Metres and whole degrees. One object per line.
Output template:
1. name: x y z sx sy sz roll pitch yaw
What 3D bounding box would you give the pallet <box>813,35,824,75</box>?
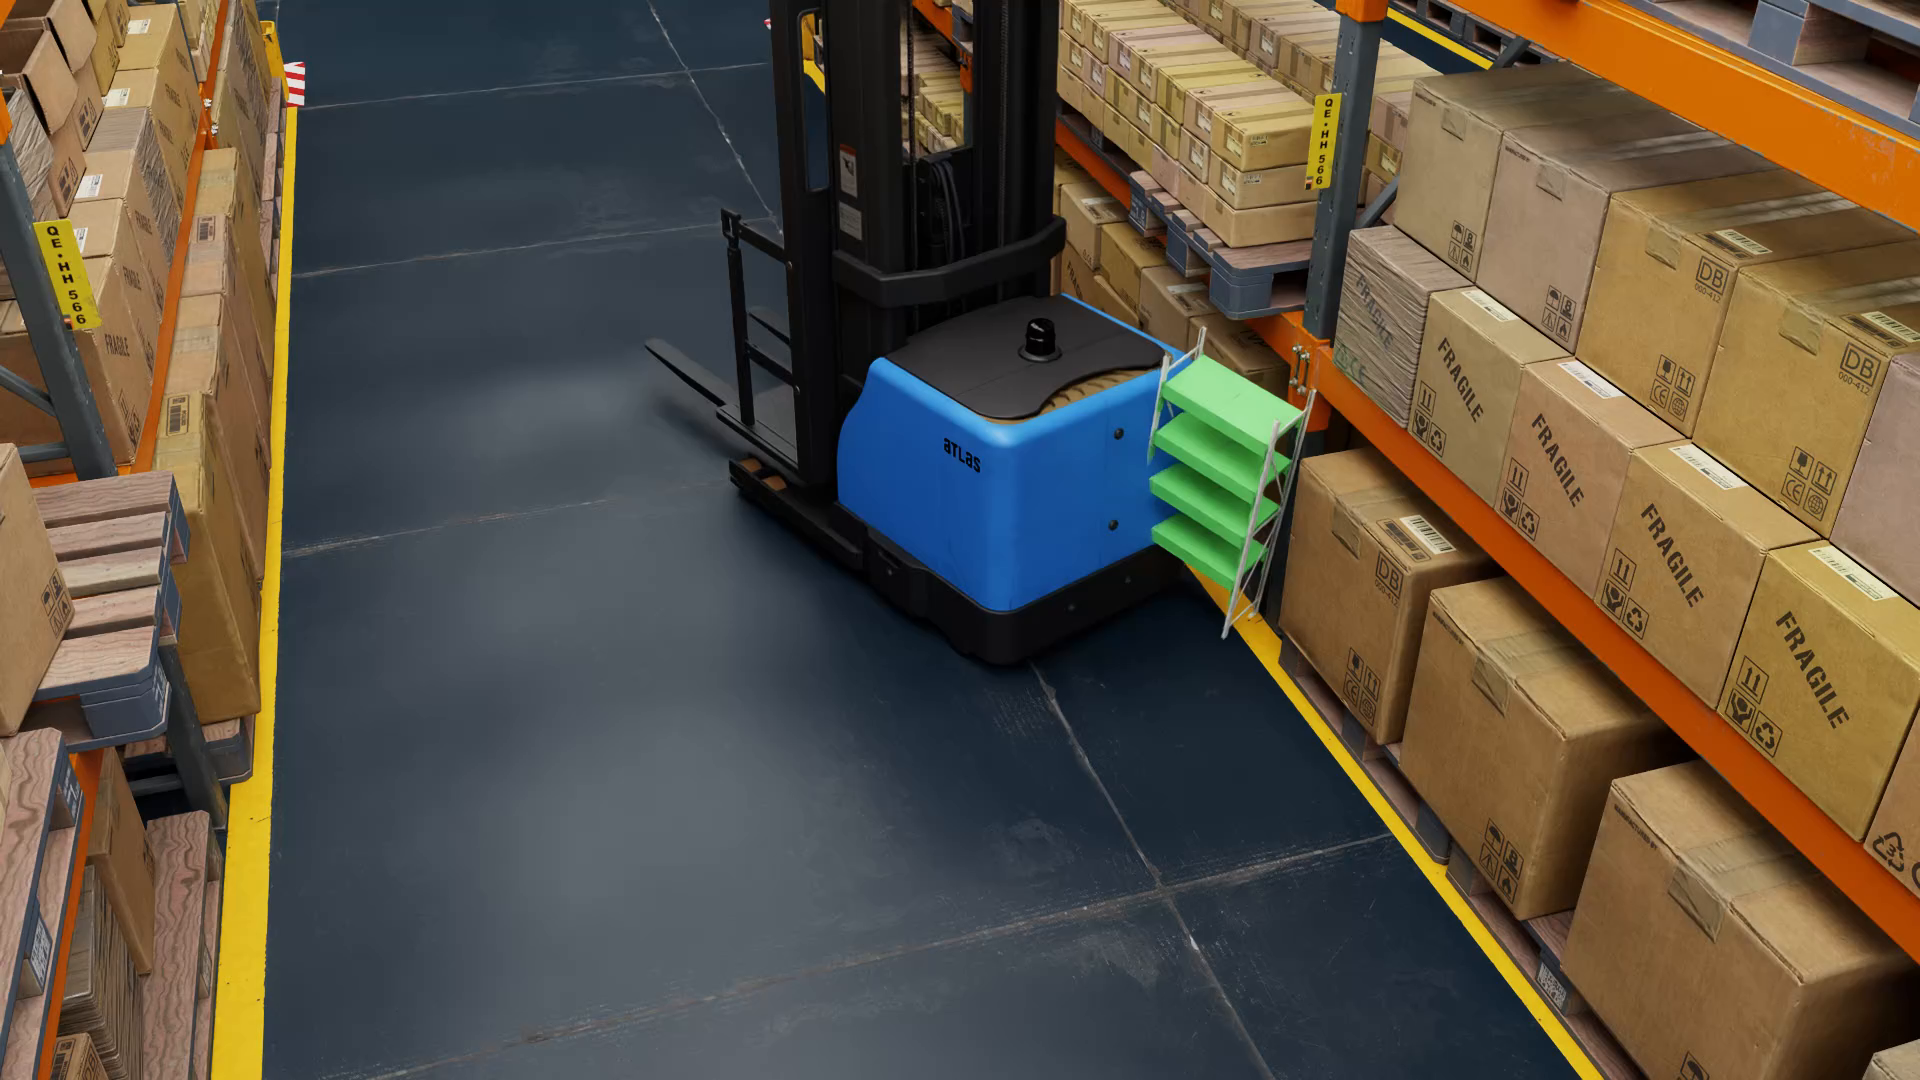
1. pallet: -0.472 -3.542 12.418 1.003 0.211 1.213 -10 35 -15

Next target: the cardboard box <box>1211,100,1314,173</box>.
1. cardboard box: 1.145 -1.476 6.070 0.380 0.149 0.250 -11 35 -17

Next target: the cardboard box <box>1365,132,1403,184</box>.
1. cardboard box: 1.775 -1.459 6.314 0.380 0.149 0.250 -8 34 -13

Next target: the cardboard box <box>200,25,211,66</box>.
1. cardboard box: -4.097 -2.540 8.602 0.380 0.149 0.250 -11 35 -16

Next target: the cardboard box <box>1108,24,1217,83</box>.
1. cardboard box: 0.838 -2.013 6.883 0.380 0.149 0.250 -10 35 -15

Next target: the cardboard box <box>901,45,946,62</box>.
1. cardboard box: -0.313 -3.127 10.926 0.380 0.149 0.250 -11 35 -16

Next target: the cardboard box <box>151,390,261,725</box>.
1. cardboard box: -3.214 0.149 5.849 1.225 0.875 0.875 -12 35 -17

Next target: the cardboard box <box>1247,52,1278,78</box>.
1. cardboard box: 1.454 -2.004 7.139 0.380 0.149 0.250 -10 35 -15

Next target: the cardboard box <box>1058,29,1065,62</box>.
1. cardboard box: 0.598 -2.299 7.586 0.380 0.149 0.250 -11 35 -16

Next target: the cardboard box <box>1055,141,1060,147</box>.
1. cardboard box: 0.485 -2.090 8.898 0.500 0.250 0.500 -12 35 -17

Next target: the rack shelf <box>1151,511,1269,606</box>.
1. rack shelf: 0.964 0.023 6.630 0.480 0.148 0.258 35 54 26

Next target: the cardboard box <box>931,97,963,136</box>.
1. cardboard box: 0.039 -2.582 10.102 0.380 0.149 0.250 -10 35 -14

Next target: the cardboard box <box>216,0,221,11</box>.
1. cardboard box: -4.412 -3.083 9.423 0.380 0.149 0.250 -10 35 -14

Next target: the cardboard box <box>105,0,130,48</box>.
1. cardboard box: -4.040 -2.422 7.194 0.797 0.503 0.637 -11 35 -16

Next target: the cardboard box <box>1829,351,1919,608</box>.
1. cardboard box: 2.482 -0.131 3.729 0.700 0.500 0.500 -10 35 -14

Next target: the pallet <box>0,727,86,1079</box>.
1. pallet: -2.380 0.916 3.316 1.003 0.211 1.213 -10 35 -15

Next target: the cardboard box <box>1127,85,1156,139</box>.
1. cardboard box: 0.906 -1.763 6.775 0.380 0.149 0.250 -10 35 -15

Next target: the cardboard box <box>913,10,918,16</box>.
1. cardboard box: -0.248 -3.912 12.384 0.380 0.149 0.250 -11 35 -16

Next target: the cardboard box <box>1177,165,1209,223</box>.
1. cardboard box: 1.069 -1.360 6.434 0.380 0.149 0.250 -10 35 -15

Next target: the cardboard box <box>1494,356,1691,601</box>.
1. cardboard box: 1.922 -0.206 4.751 0.500 0.500 0.500 -10 35 -15

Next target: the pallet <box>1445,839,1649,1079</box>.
1. pallet: 2.269 1.252 5.163 1.003 0.211 1.213 -10 35 -15

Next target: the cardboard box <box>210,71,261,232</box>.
1. cardboard box: -4.368 -1.945 9.019 0.875 0.875 0.875 -10 35 -15

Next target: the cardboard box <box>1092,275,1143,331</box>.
1. cardboard box: 0.950 -0.959 7.867 0.500 0.500 0.500 -12 35 -17

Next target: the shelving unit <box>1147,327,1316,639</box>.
1. shelving unit: 0.978 -0.186 6.410 0.503 1.200 0.258 35 54 26

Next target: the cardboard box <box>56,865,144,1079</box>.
1. cardboard box: -2.618 1.301 4.429 0.700 0.500 0.500 -13 36 -19

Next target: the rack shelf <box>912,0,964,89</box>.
1. rack shelf: -0.099 -3.827 10.973 1.077 0.370 4.000 -10 35 -15

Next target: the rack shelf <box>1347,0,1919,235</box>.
1. rack shelf: 2.342 -0.878 3.790 1.077 0.370 4.000 -10 35 -15

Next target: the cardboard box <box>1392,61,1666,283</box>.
1. cardboard box: 1.859 -1.199 5.345 0.700 0.500 0.500 -10 35 -15

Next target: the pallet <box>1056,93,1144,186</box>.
1. pallet: 1.089 -1.929 7.623 1.003 0.211 1.213 -10 35 -15

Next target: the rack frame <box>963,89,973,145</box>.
1. rack frame: 0.511 -3.077 9.186 1.000 3.000 0.127 -10 35 -15

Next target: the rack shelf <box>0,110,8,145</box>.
1. rack shelf: -2.413 -0.097 2.608 1.077 0.370 4.000 -10 35 -15

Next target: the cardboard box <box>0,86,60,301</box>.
1. cardboard box: -3.231 -1.043 5.107 0.797 0.503 0.637 -9 34 -13

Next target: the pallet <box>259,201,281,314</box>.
1. pallet: -4.401 -1.545 9.397 1.003 0.211 1.213 -10 35 -15

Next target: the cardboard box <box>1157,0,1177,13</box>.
1. cardboard box: 1.141 -2.547 7.961 0.380 0.149 0.250 -12 35 -17

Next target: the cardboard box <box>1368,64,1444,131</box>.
1. cardboard box: 1.690 -1.712 6.427 0.380 0.149 0.250 -11 35 -16

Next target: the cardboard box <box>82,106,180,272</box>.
1. cardboard box: -3.382 -1.340 6.467 0.500 0.500 0.500 -10 35 -15

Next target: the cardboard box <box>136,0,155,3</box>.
1. cardboard box: -4.146 -2.965 8.202 0.500 0.500 0.500 -10 35 -15

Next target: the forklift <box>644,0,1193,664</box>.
1. forklift: -0.388 -1.495 6.853 1.130 2.935 3.031 -24 40 -31

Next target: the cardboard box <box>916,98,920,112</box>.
1. cardboard box: -0.064 -2.725 10.588 0.380 0.149 0.250 -10 35 -14

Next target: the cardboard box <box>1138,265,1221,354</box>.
1. cardboard box: 1.109 -1.001 7.250 0.500 0.250 0.500 -10 35 -14

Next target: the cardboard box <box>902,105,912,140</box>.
1. cardboard box: -0.249 -2.755 10.903 0.380 0.149 0.250 -10 35 -15

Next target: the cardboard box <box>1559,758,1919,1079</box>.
1. cardboard box: 2.386 1.069 4.572 1.050 0.750 0.750 -10 35 -15

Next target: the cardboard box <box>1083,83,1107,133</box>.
1. cardboard box: 0.757 -1.903 7.257 0.380 0.149 0.250 -9 35 -13

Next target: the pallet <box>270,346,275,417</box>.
1. pallet: -3.936 -0.740 8.179 1.003 0.211 1.213 -10 35 -15

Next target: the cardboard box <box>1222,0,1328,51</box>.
1. cardboard box: 1.373 -2.261 7.258 0.380 0.149 0.250 -9 35 -13

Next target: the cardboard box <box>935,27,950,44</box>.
1. cardboard box: 0.044 -3.484 11.468 0.380 0.149 0.250 -11 35 -16

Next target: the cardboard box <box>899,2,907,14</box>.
1. cardboard box: -0.565 -3.684 11.770 0.380 0.149 0.250 -12 35 -17

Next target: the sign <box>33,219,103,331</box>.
1. sign: -2.509 -0.742 4.674 0.100 0.325 0.005 -10 35 -15
